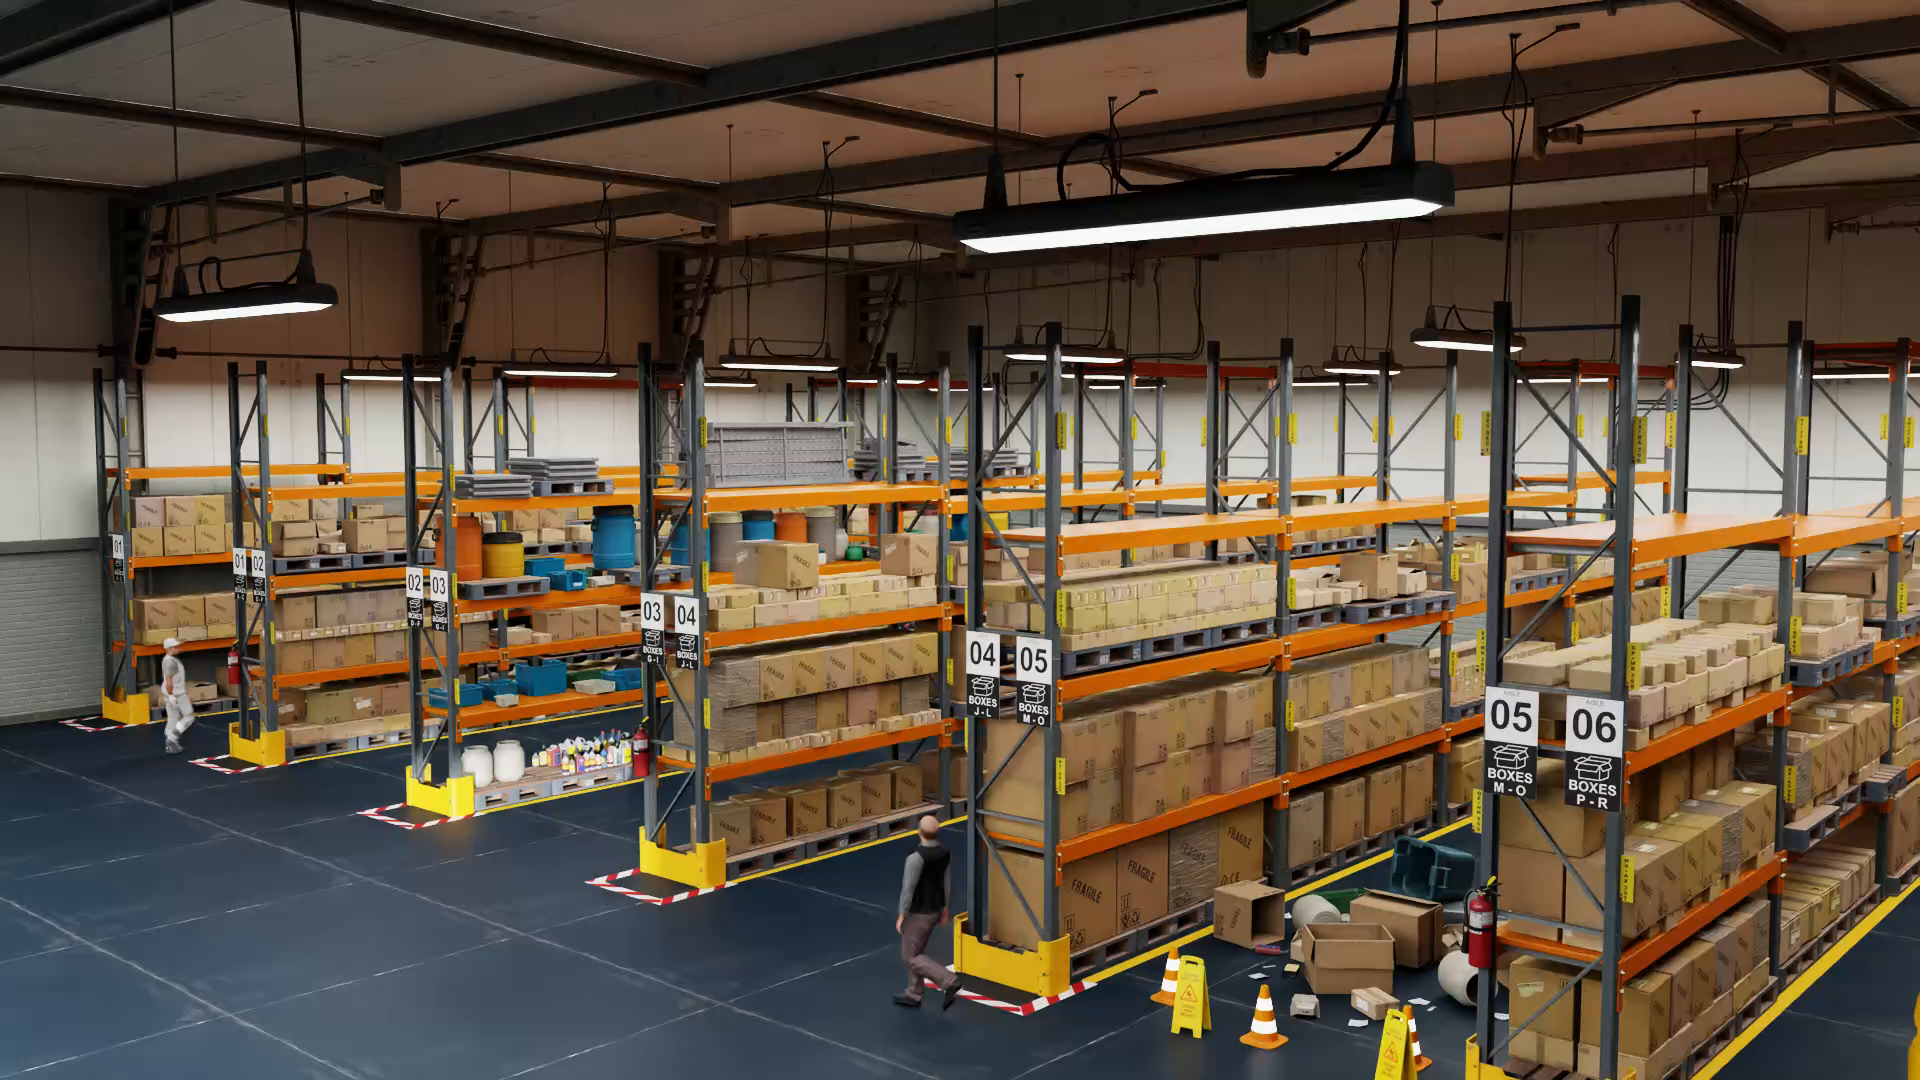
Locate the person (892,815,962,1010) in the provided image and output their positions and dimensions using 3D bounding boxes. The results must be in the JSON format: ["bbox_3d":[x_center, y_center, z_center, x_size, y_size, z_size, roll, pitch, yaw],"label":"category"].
[{"bbox_3d":[-0.294,3.244,14.450,0.715,1.712,0.512,1,4,16],"label":"person"}]

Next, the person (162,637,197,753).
[{"bbox_3d":[-12.028,2.382,25.542,0.538,1.786,0.462,4,6,44],"label":"person"}]
